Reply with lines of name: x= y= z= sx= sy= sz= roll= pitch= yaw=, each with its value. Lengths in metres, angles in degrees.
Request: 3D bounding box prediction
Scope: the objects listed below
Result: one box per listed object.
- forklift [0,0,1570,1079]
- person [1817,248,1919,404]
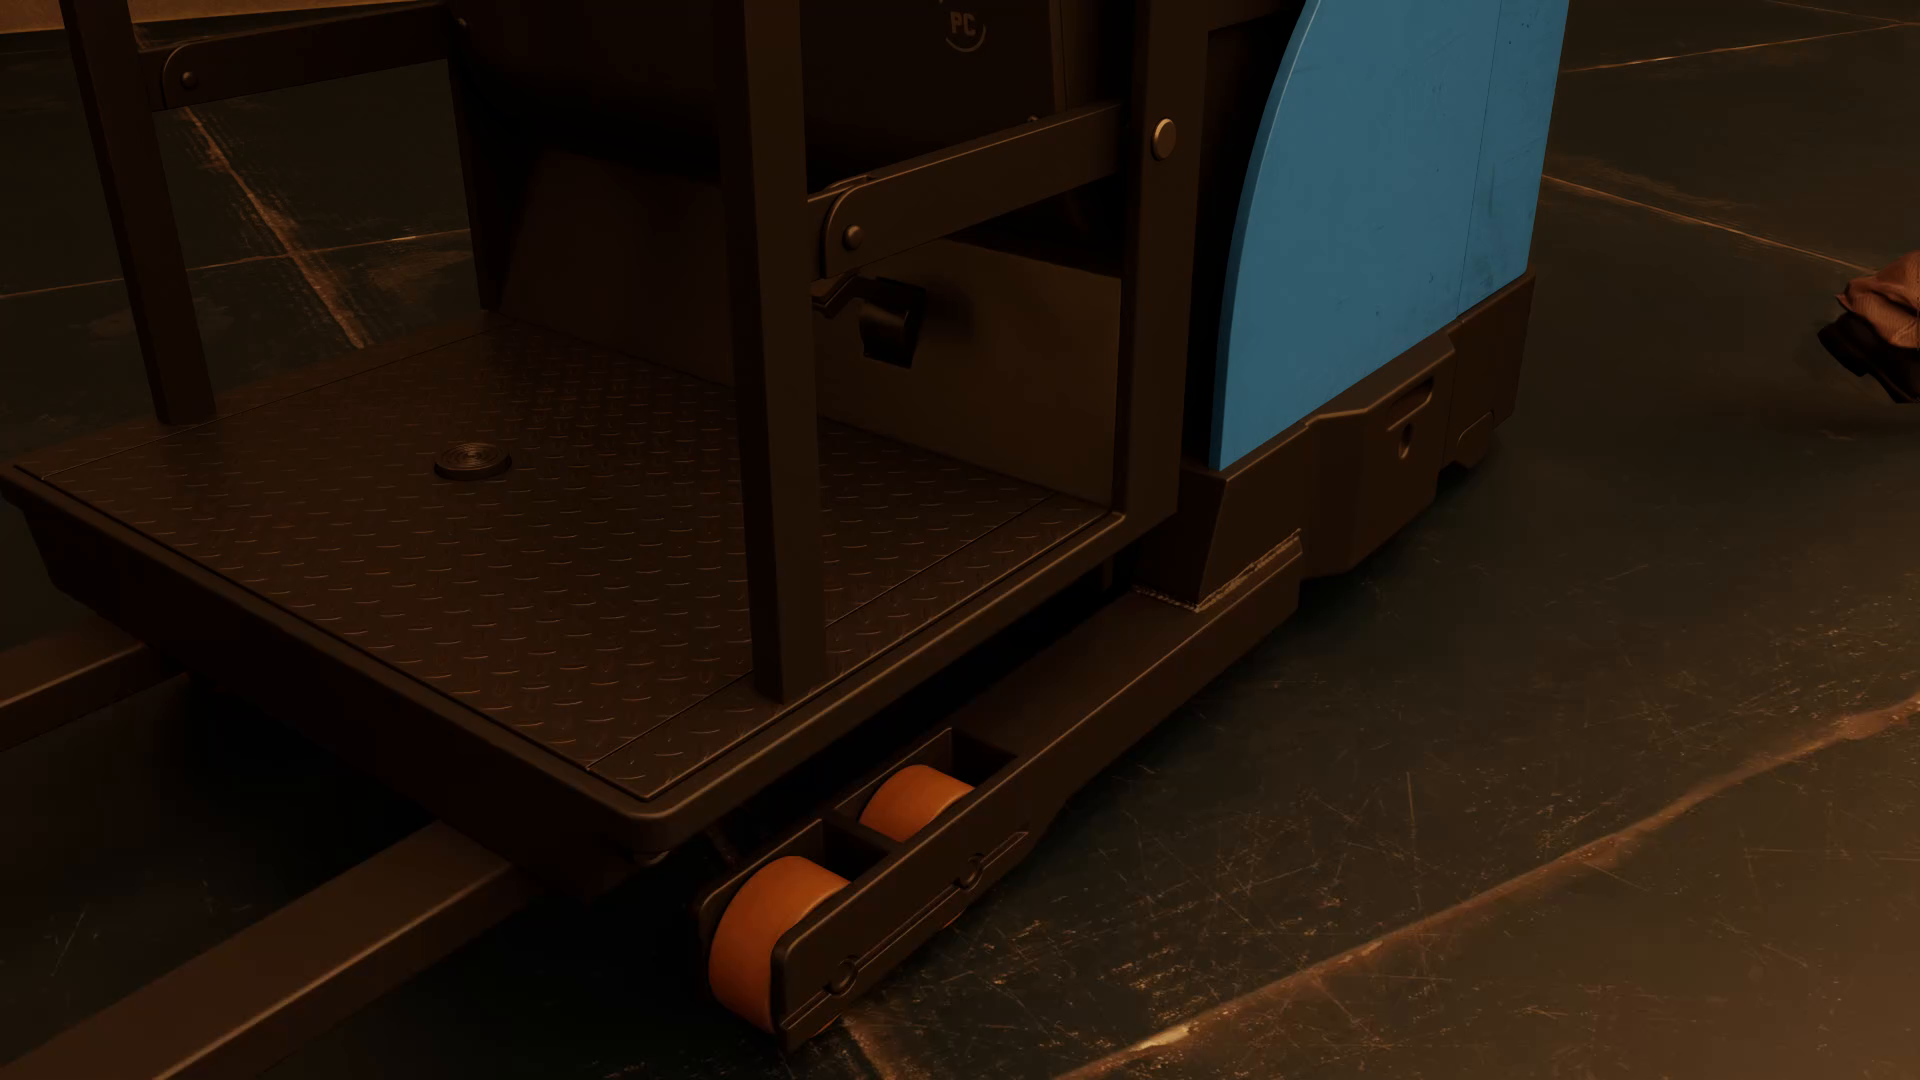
forklift: x=-0.375 y=-1.090 z=1.409 sx=1.130 sy=2.935 sz=3.031 roll=19 pitch=33 yaw=33
person: x=1.758 y=-0.990 z=2.655 sx=0.780 sy=1.641 sz=0.595 roll=-3 pitch=27 yaw=-6
